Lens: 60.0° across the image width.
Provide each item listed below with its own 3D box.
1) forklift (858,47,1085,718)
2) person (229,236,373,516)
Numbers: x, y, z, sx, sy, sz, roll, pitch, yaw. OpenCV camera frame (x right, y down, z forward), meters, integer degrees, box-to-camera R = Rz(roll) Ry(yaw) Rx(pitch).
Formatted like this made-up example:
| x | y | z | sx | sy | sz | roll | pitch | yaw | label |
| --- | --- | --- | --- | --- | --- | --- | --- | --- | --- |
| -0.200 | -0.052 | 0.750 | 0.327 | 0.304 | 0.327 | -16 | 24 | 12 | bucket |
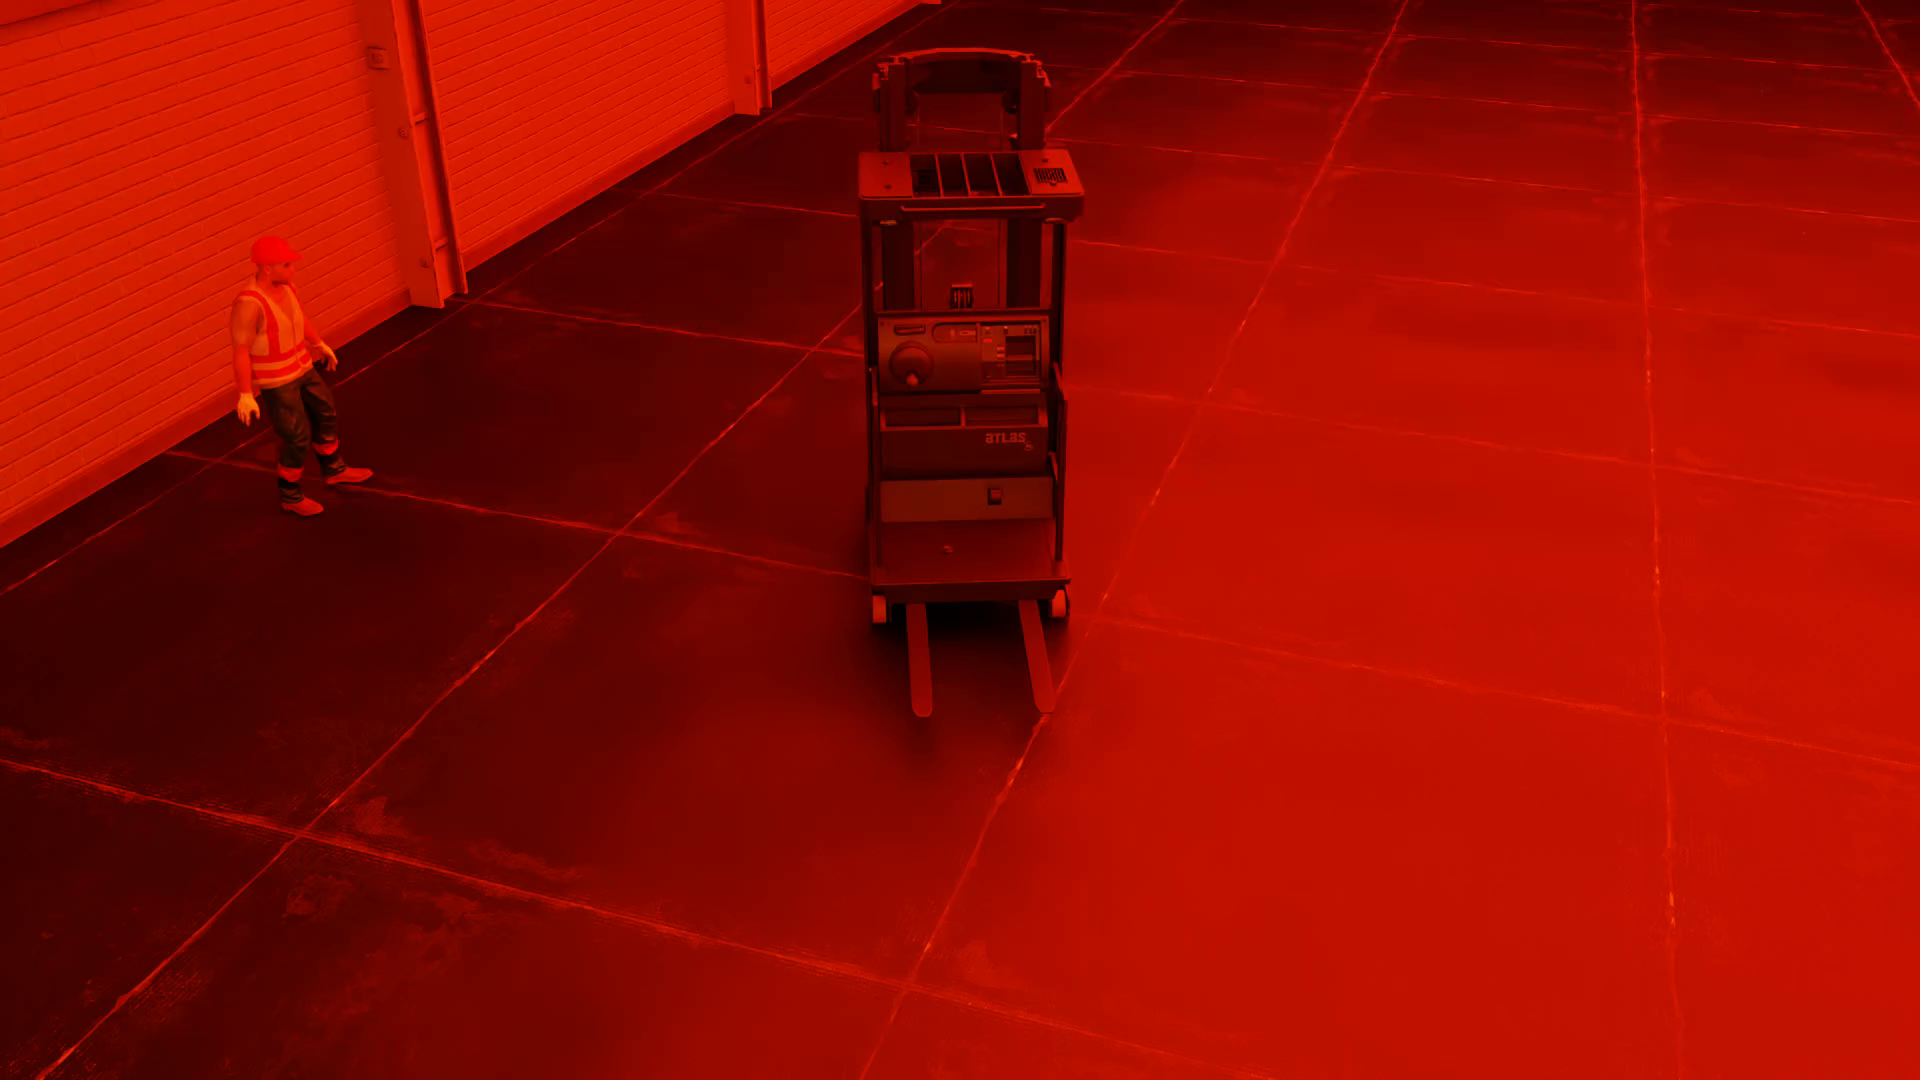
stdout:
| x | y | z | sx | sy | sz | roll | pitch | yaw | label |
| --- | --- | --- | --- | --- | --- | --- | --- | --- | --- |
| 0.035 | -0.972 | 8.842 | 1.130 | 2.935 | 3.031 | -2 | 30 | -3 | forklift |
| -4.052 | -0.999 | 10.077 | 0.420 | 1.755 | 0.818 | 5 | 30 | 9 | person |
